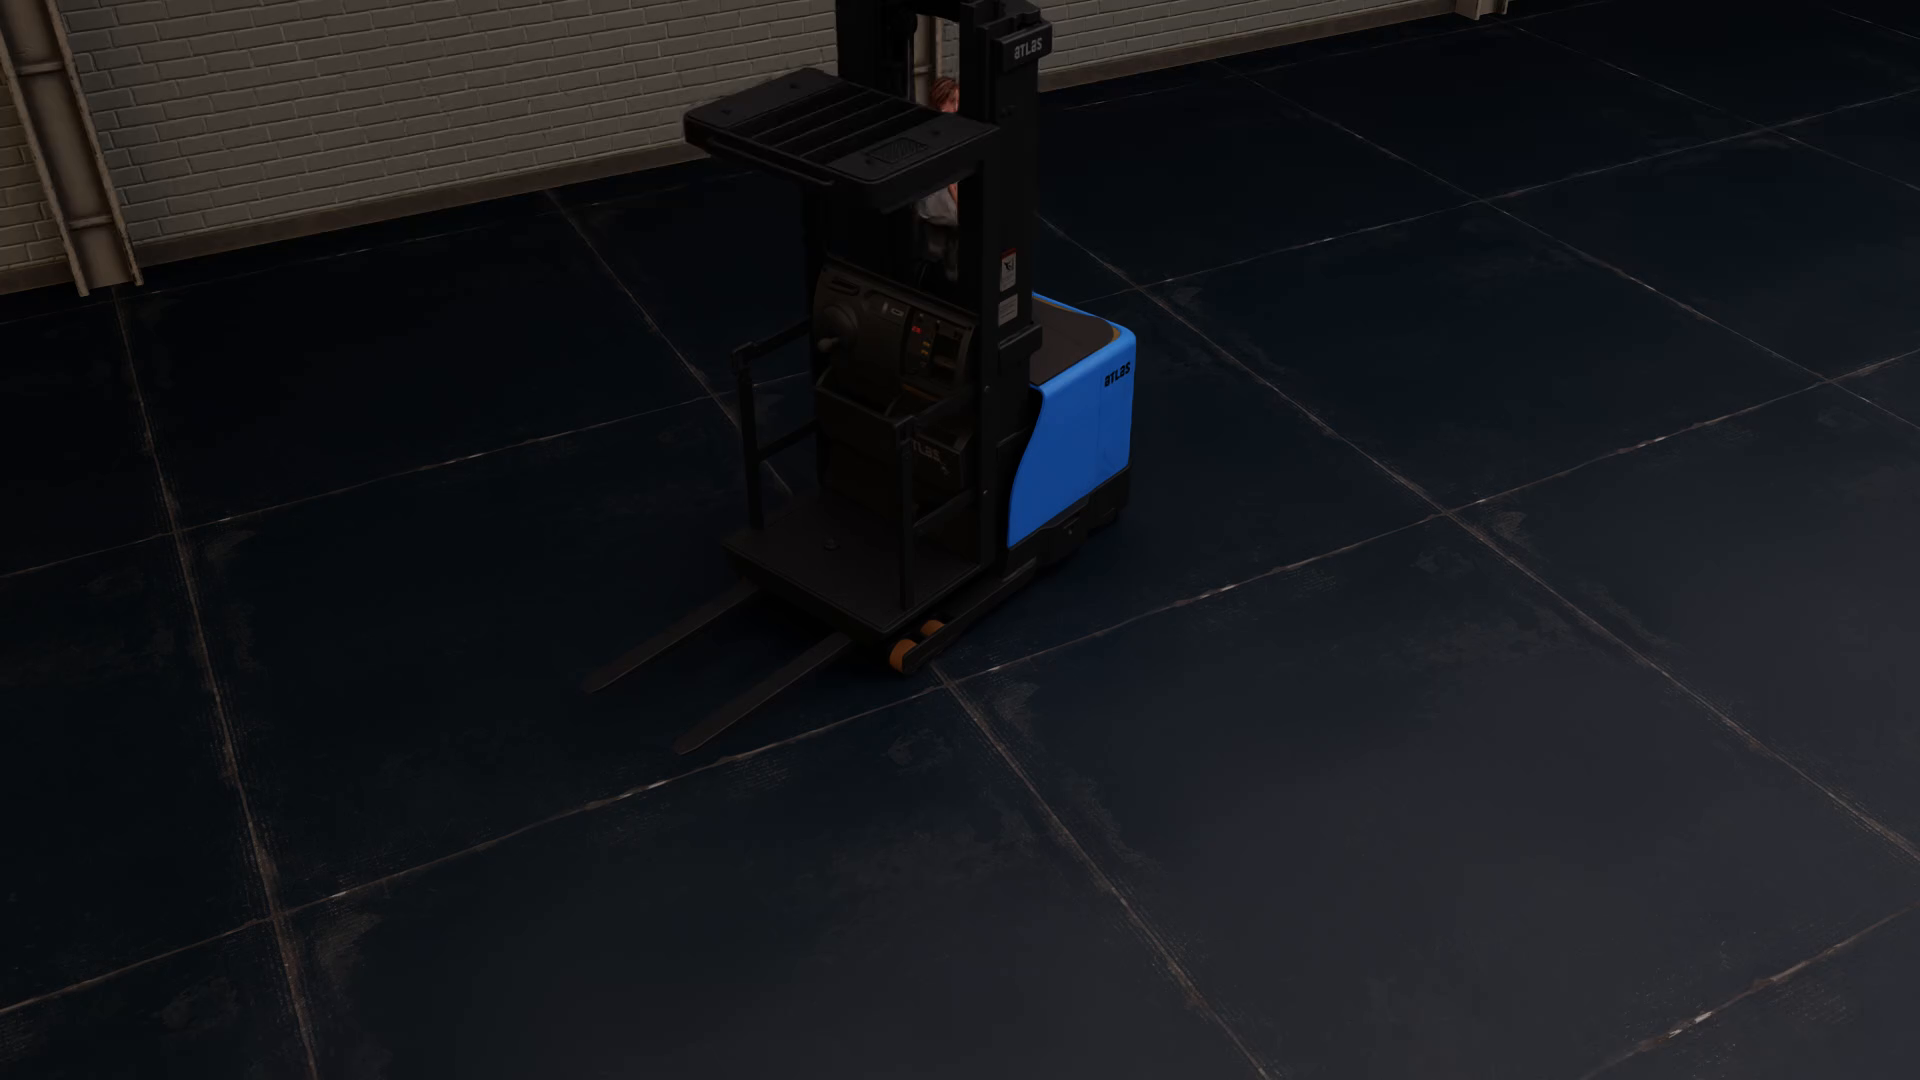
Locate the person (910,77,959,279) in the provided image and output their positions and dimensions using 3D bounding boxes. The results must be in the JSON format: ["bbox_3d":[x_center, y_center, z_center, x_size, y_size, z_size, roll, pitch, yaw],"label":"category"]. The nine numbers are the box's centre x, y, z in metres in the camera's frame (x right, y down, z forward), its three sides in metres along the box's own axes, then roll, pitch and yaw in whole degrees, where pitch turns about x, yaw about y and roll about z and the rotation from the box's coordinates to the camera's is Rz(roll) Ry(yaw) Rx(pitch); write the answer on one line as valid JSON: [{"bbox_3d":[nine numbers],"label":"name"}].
[{"bbox_3d":[-0.016,-2.139,10.441,0.755,1.481,0.676,-26,43,-32],"label":"person"}]

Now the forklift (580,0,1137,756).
[{"bbox_3d":[-0.445,-0.897,7.392,1.130,2.935,3.031,26,43,32],"label":"forklift"}]
